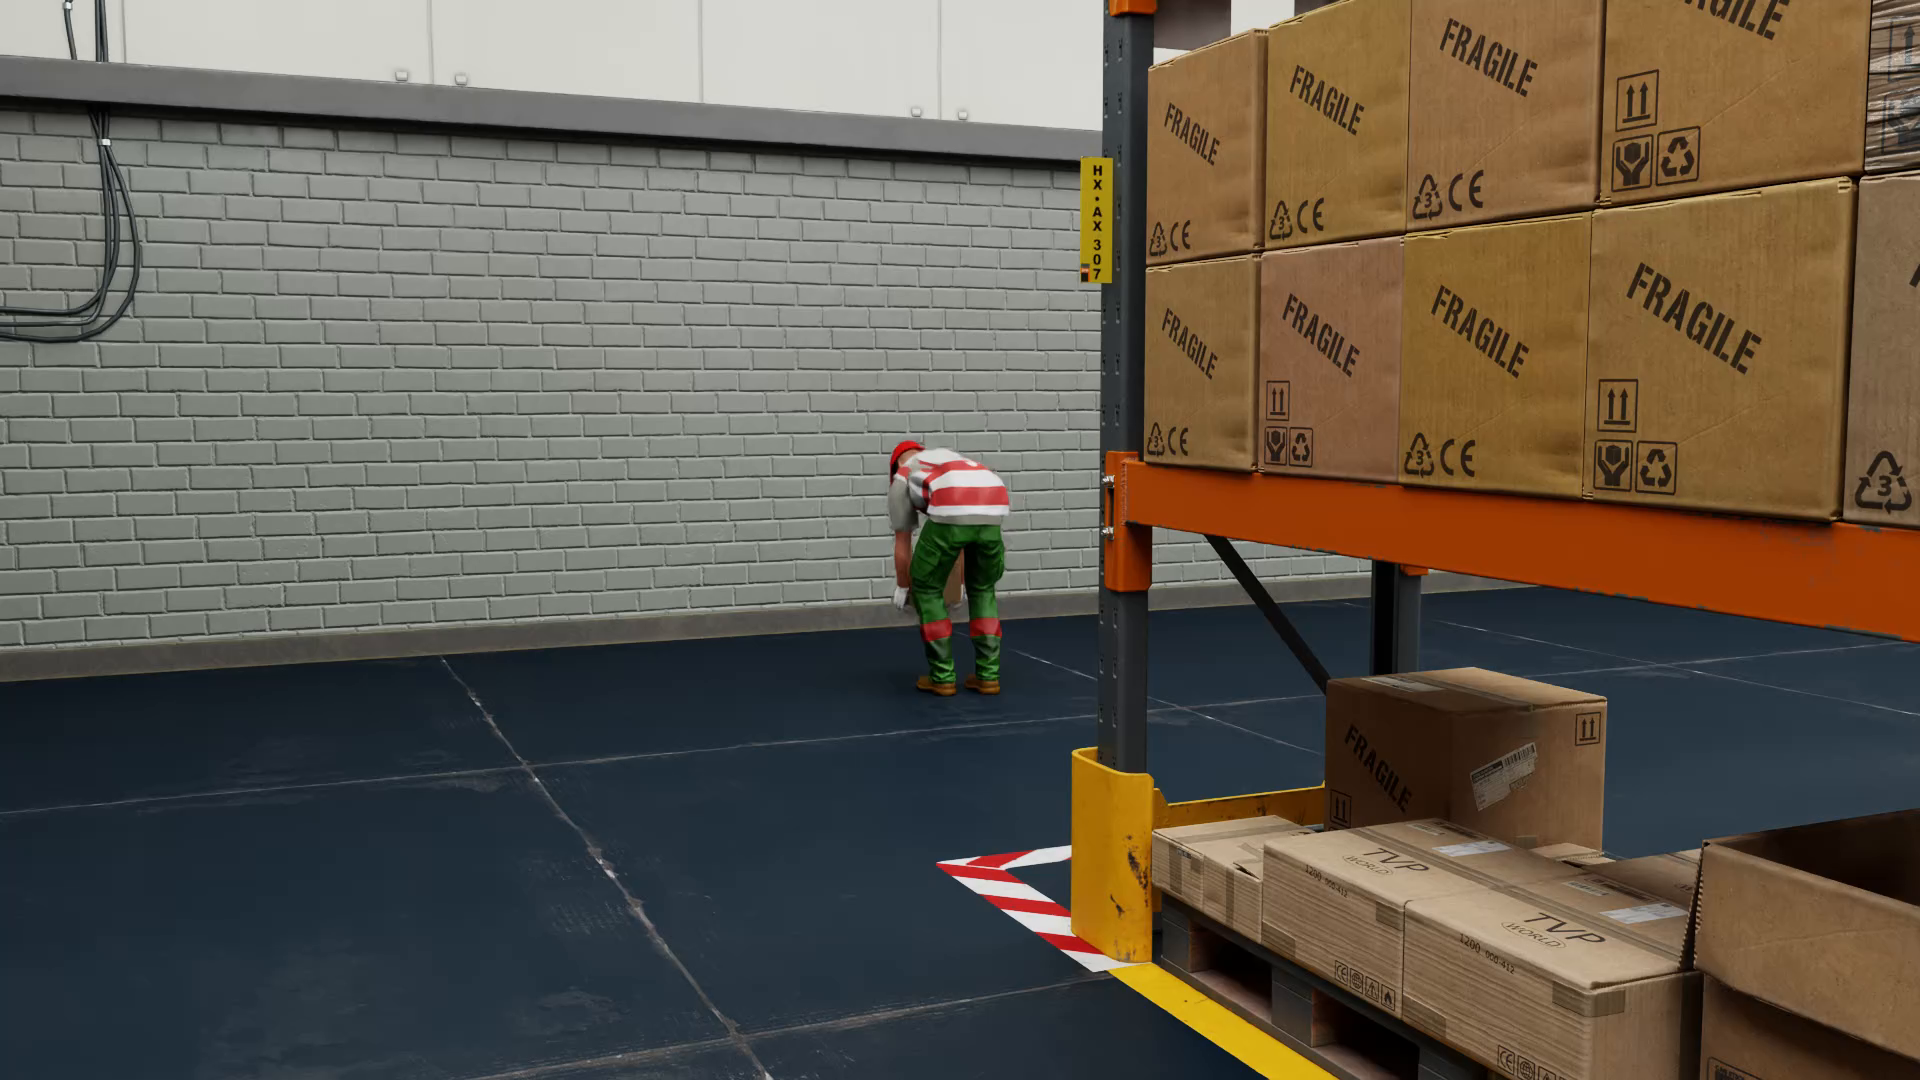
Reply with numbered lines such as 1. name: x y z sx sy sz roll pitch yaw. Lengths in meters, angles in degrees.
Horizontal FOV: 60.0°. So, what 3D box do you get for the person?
1. person: -0.096 0.122 8.318 0.486 1.218 0.949 -3 6 -25
